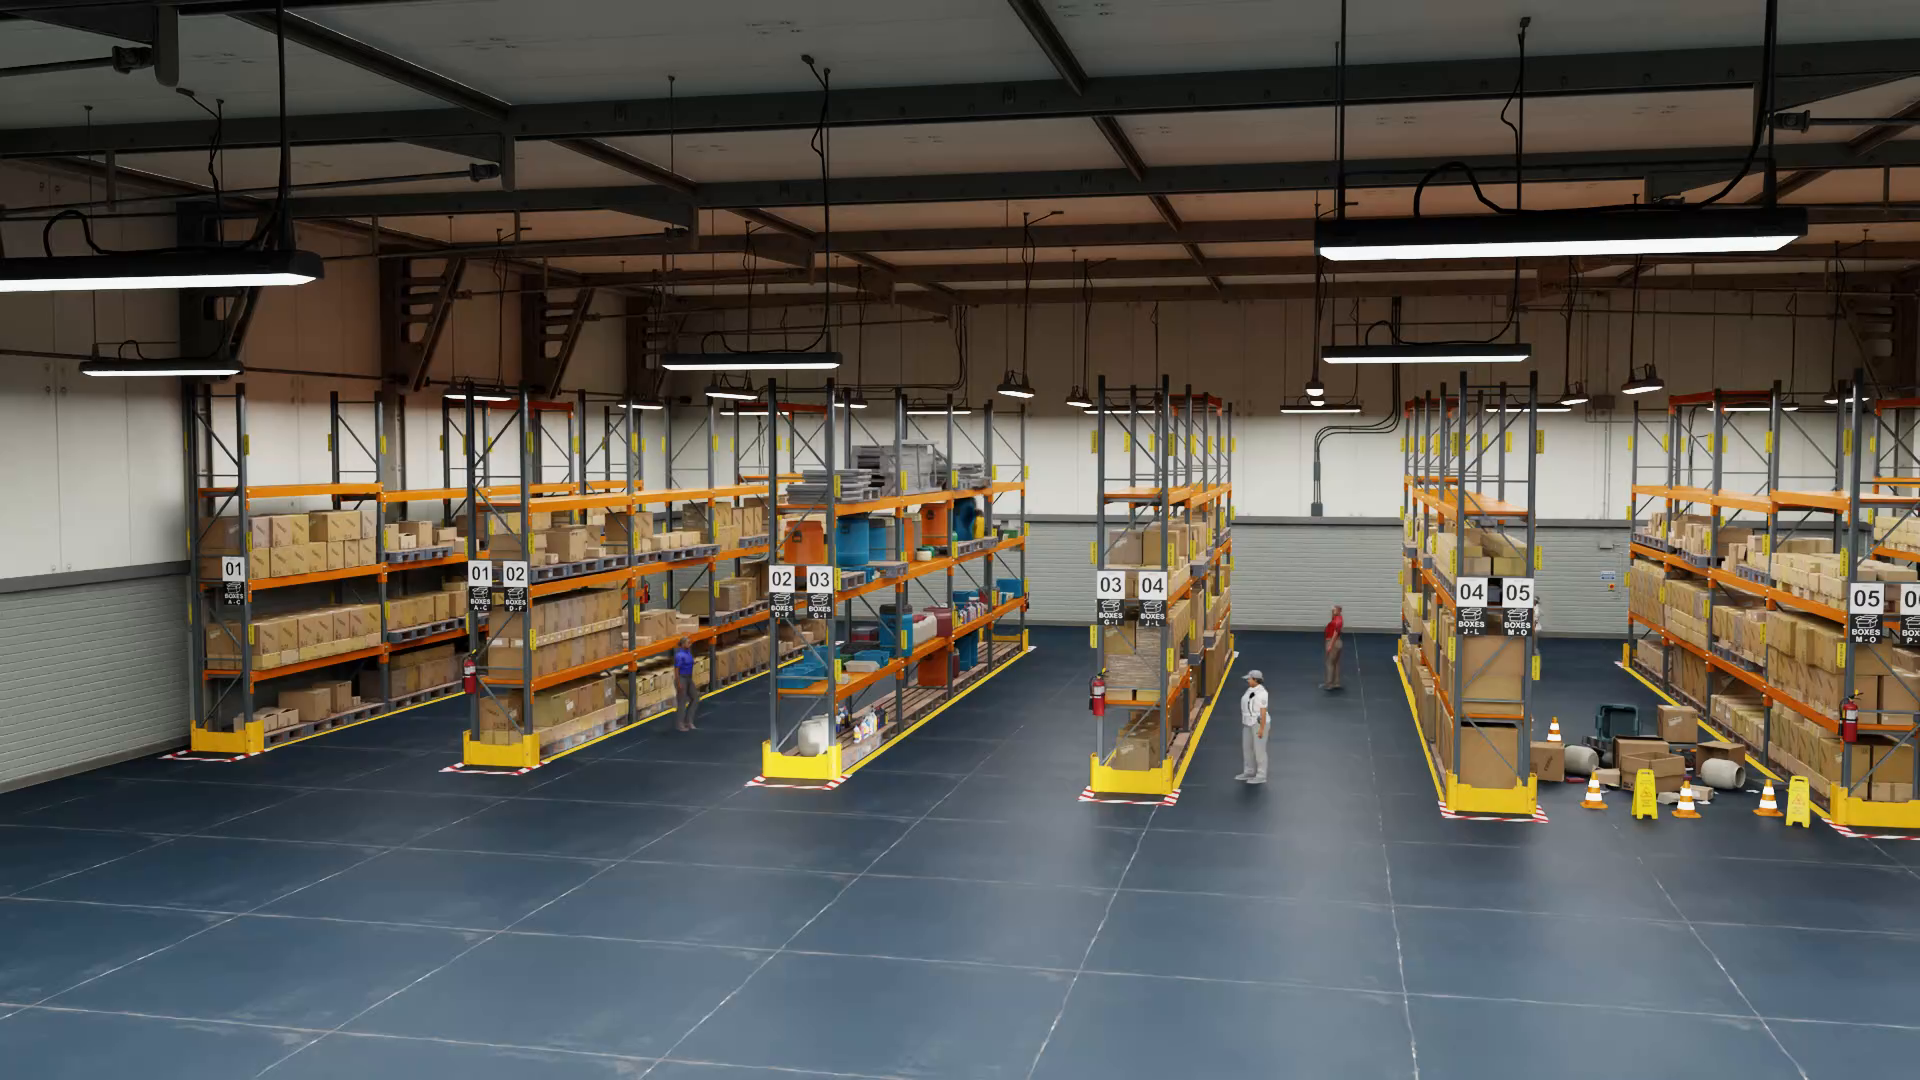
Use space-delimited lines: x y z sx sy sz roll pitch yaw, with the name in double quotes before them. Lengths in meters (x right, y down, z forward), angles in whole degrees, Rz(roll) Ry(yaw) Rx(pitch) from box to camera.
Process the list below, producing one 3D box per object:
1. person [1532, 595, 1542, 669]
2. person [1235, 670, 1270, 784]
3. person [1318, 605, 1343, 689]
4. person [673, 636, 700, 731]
"person" 12.713 2.037 37.005 0.470 1.692 0.495 3 4 38
"person" 4.353 2.751 24.640 0.434 1.665 0.535 -1 3 -19
"person" 7.620 2.196 34.123 0.476 1.727 0.605 2 4 25
"person" -4.843 2.538 29.193 0.354 1.706 0.545 1 4 24
